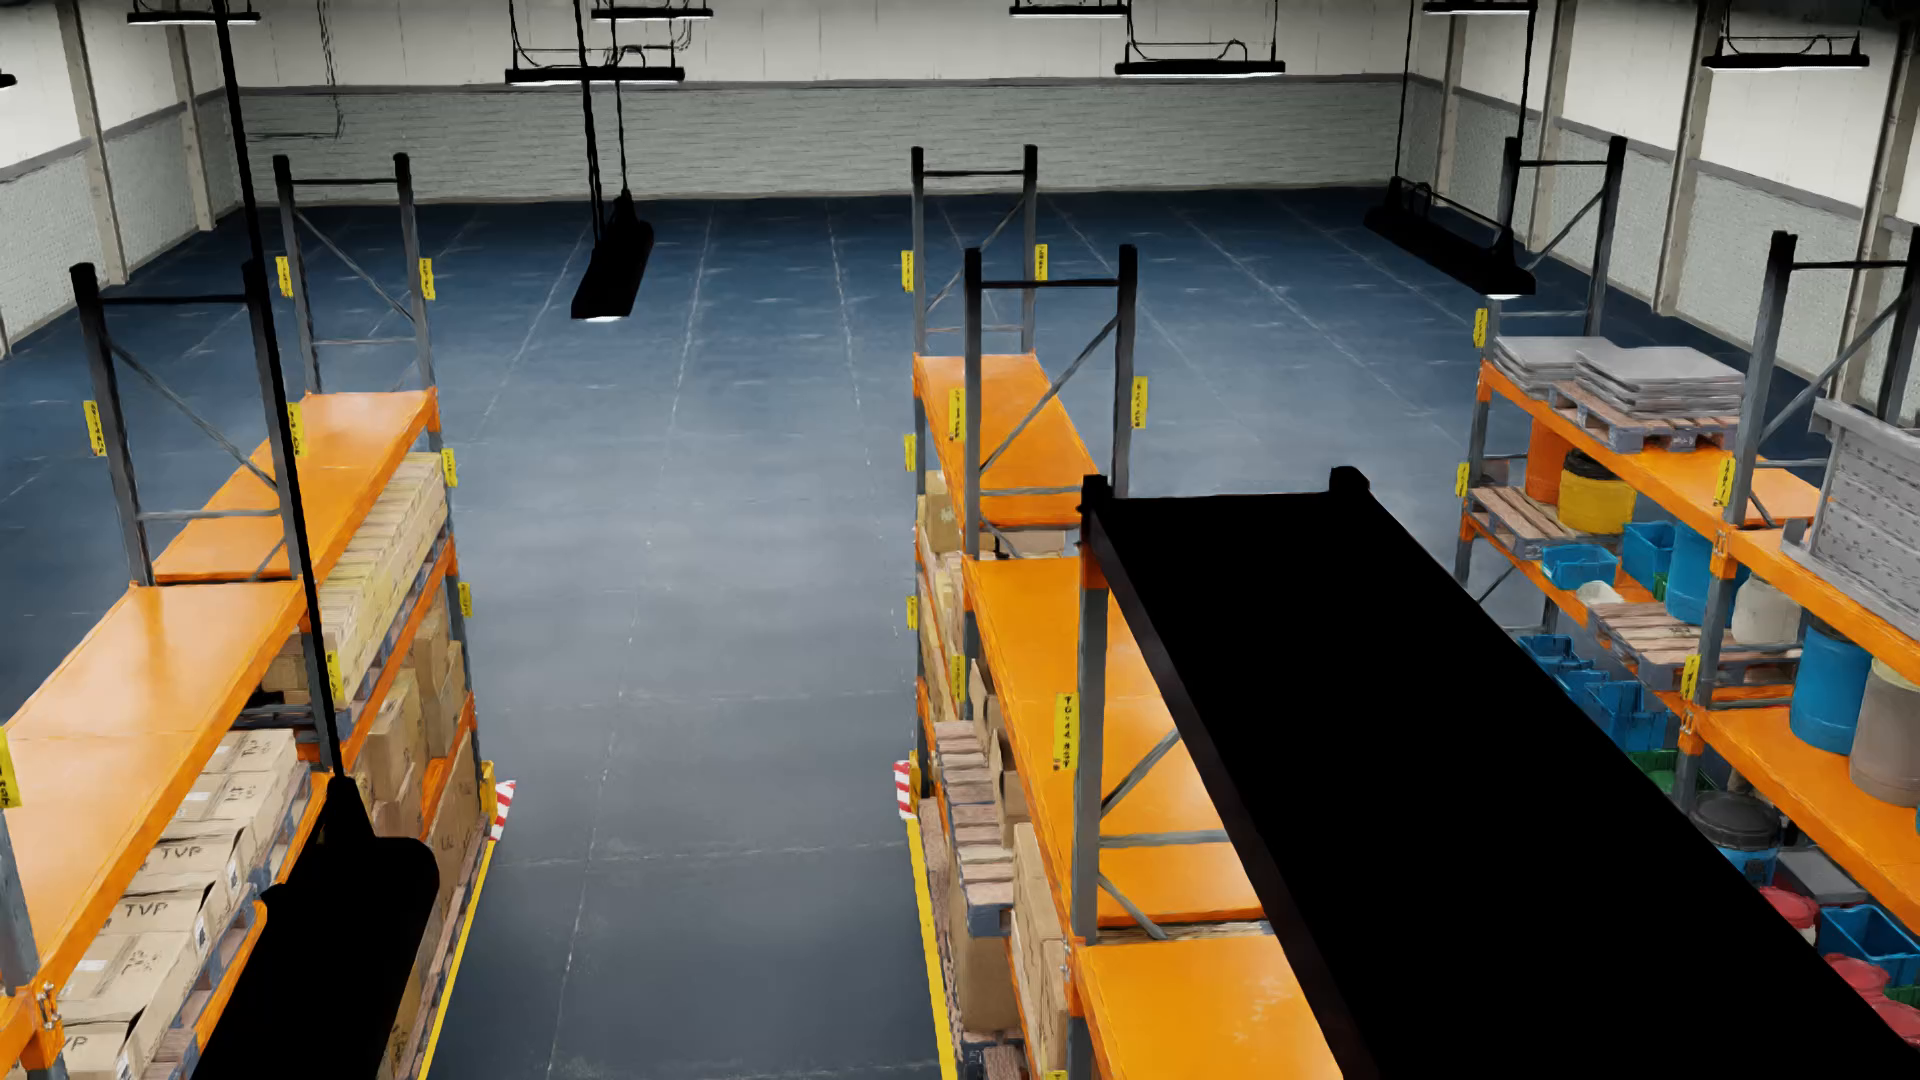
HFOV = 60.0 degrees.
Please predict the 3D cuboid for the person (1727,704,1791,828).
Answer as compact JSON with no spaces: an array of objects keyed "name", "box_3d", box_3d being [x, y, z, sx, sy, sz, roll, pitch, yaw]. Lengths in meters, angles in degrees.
[{"name":"person","box_3d":[7.307,1.721,14.924,0.584,1.717,0.653,9,23,22]}]
